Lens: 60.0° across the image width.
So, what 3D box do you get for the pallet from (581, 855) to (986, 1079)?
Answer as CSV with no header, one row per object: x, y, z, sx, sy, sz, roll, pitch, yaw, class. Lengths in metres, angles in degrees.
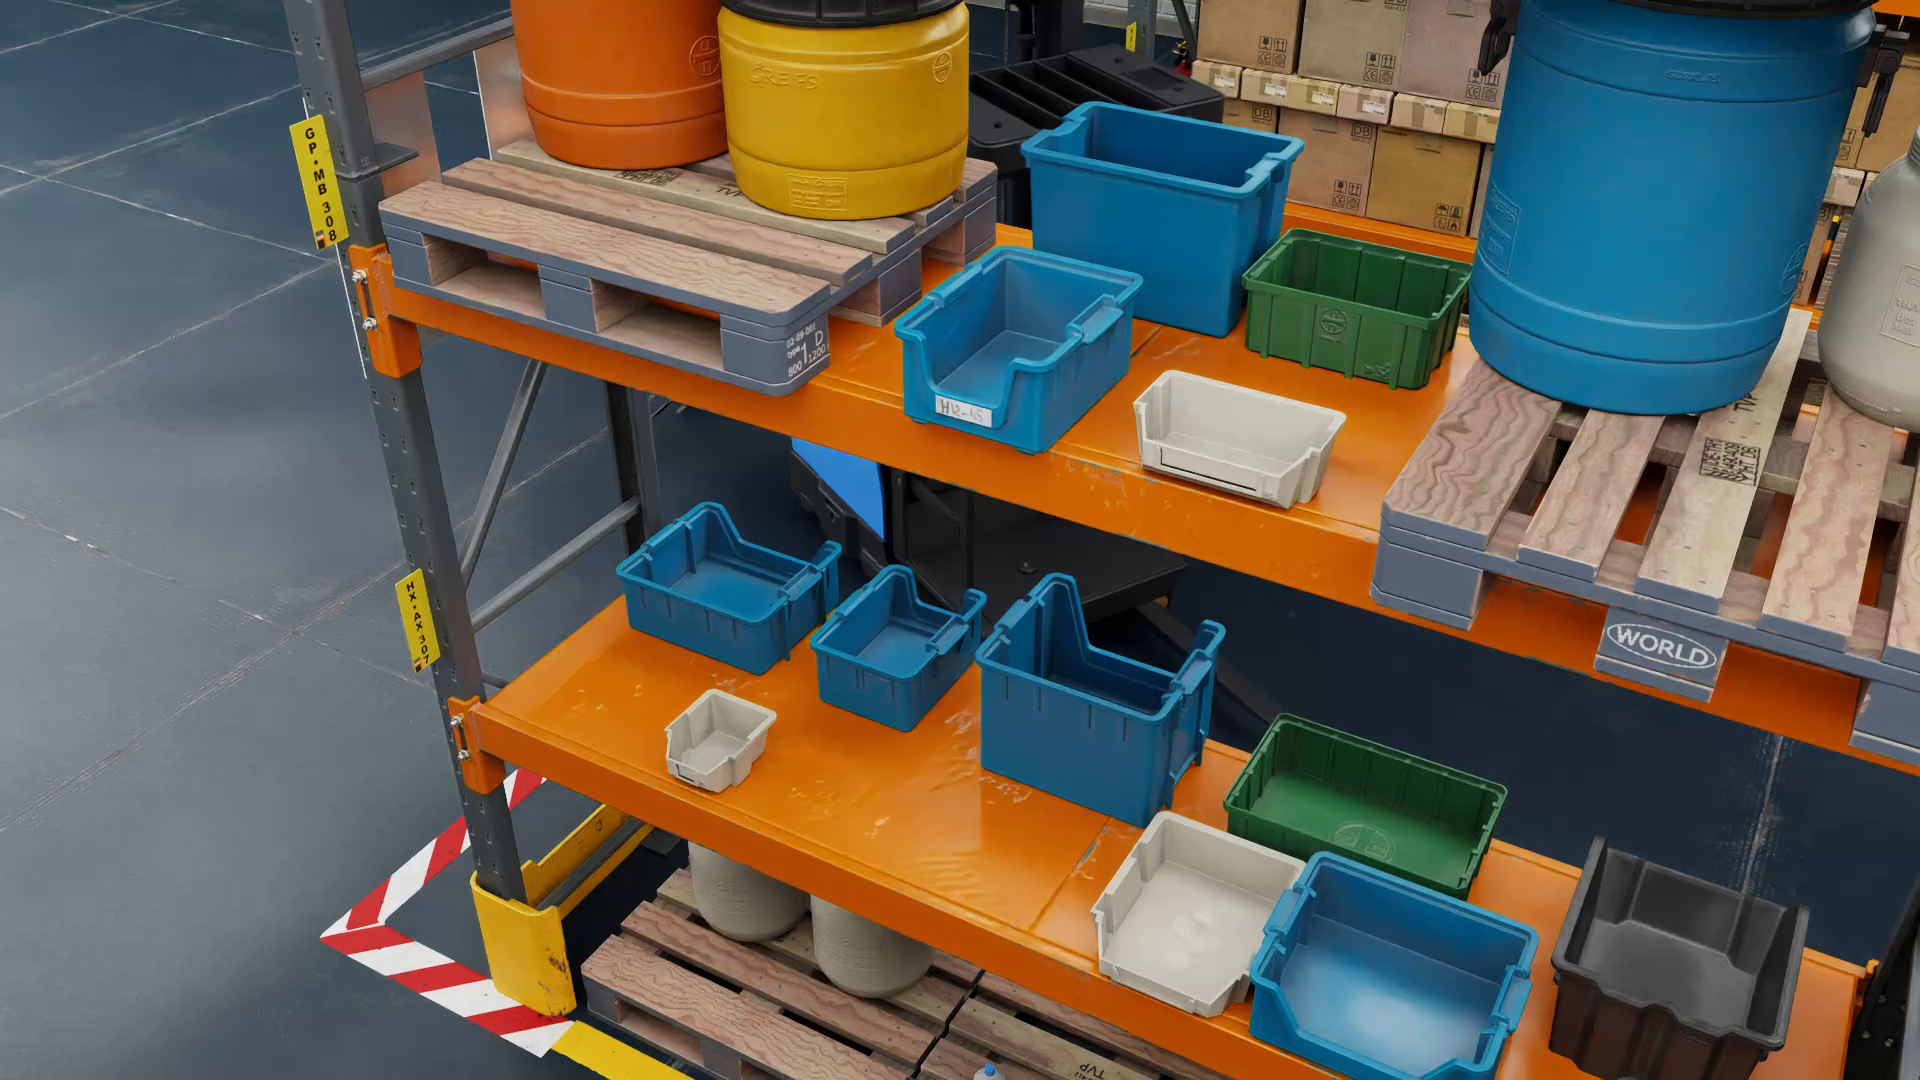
-0.538,1.478,5.840,1.213,0.211,1.003,18,37,24,pallet

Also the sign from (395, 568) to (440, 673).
-1.607,0.242,4.931,0.005,0.325,0.100,18,37,24,sign

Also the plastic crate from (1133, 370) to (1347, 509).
0.549,-0.192,3.364,0.396,0.136,0.243,18,37,24,plastic crate

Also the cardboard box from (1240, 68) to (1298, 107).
1.596,-2.318,8.349,0.250,0.149,0.380,17,37,23,cardboard box

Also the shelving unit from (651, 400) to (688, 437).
-1.167,-1.155,8.632,1.048,1.500,0.538,13,36,19,shelving unit

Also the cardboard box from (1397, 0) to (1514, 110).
2.474,-2.442,7.950,0.500,0.500,0.700,18,38,25,cardboard box

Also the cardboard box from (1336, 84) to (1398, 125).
2.030,-2.178,8.139,0.250,0.149,0.380,17,37,24,cardboard box

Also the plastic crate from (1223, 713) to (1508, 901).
1.105,0.772,4.575,0.662,0.188,0.450,18,37,24,plastic crate

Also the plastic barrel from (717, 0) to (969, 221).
-0.277,-1.156,4.025,0.600,0.588,0.600,0,34,0,plastic barrel

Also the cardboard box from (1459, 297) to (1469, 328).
2.787,-0.963,8.416,0.500,0.500,0.500,18,37,24,cardboard box

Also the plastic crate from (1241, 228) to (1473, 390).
0.908,-0.532,3.827,0.450,0.188,0.336,18,37,24,plastic crate

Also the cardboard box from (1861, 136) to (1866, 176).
4.024,-1.807,7.582,0.250,0.149,0.380,17,37,23,cardboard box

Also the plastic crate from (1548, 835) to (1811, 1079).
1.752,1.014,4.077,0.504,0.338,0.767,18,37,24,plastic crate

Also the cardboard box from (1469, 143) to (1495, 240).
2.876,-1.772,8.114,0.500,0.500,0.700,19,38,26,cardboard box

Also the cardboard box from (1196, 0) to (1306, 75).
1.576,-2.722,8.370,0.500,0.500,0.700,18,38,25,cardboard box

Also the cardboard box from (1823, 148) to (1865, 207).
3.819,-1.612,7.290,0.250,0.149,0.380,16,37,23,cardboard box

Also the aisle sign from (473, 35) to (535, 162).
-1.245,-1.151,4.927,0.004,0.787,0.394,18,37,24,aisle sign

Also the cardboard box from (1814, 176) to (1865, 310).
4.216,-1.350,7.481,0.500,0.500,0.700,17,37,23,cardboard box

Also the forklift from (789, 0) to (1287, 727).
0.319,-0.886,6.936,1.130,2.935,3.031,-18,38,-25,forklift

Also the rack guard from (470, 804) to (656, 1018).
-1.240,1.132,6.099,0.348,0.500,1.175,18,37,24,rack guard

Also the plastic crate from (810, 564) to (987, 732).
-0.186,0.330,5.182,0.408,0.251,0.499,18,37,24,plastic crate

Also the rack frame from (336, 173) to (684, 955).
-1.330,0.093,5.404,0.127,3.000,1.000,18,37,24,rack frame

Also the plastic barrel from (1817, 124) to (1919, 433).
1.867,-0.489,3.093,0.421,0.512,0.421,0,34,0,plastic barrel

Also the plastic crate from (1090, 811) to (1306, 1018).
0.608,0.978,4.312,0.437,0.136,0.530,18,37,24,plastic crate

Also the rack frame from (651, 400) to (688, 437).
-1.635,-1.265,8.796,0.032,1.500,0.500,13,36,19,rack frame

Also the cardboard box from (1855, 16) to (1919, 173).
4.216,-1.890,7.121,0.500,0.500,0.700,18,38,25,cardboard box

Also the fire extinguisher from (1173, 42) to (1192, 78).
1.259,-2.513,9.388,0.183,0.674,0.296,18,37,24,fire extinguisher

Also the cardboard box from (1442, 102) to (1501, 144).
2.484,-2.036,7.926,0.250,0.149,0.380,17,37,24,cardboard box

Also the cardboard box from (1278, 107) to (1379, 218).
1.989,-2.054,8.538,0.500,0.500,0.700,19,38,26,cardboard box

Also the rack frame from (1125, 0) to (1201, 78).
1.131,-2.289,8.982,0.127,3.000,1.000,18,37,24,rack frame

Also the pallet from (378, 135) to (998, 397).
-0.660,-0.802,4.212,1.213,0.211,1.003,18,37,24,pallet

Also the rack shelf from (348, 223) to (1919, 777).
0.407,-0.306,3.946,4.000,0.370,1.077,18,37,24,rack shelf

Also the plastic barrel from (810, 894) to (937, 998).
-0.285,1.236,5.553,0.421,0.512,0.421,0,34,0,plastic barrel

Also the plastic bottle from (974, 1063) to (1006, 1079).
0.090,1.694,5.064,0.097,0.271,0.097,0,34,0,plastic bottle
